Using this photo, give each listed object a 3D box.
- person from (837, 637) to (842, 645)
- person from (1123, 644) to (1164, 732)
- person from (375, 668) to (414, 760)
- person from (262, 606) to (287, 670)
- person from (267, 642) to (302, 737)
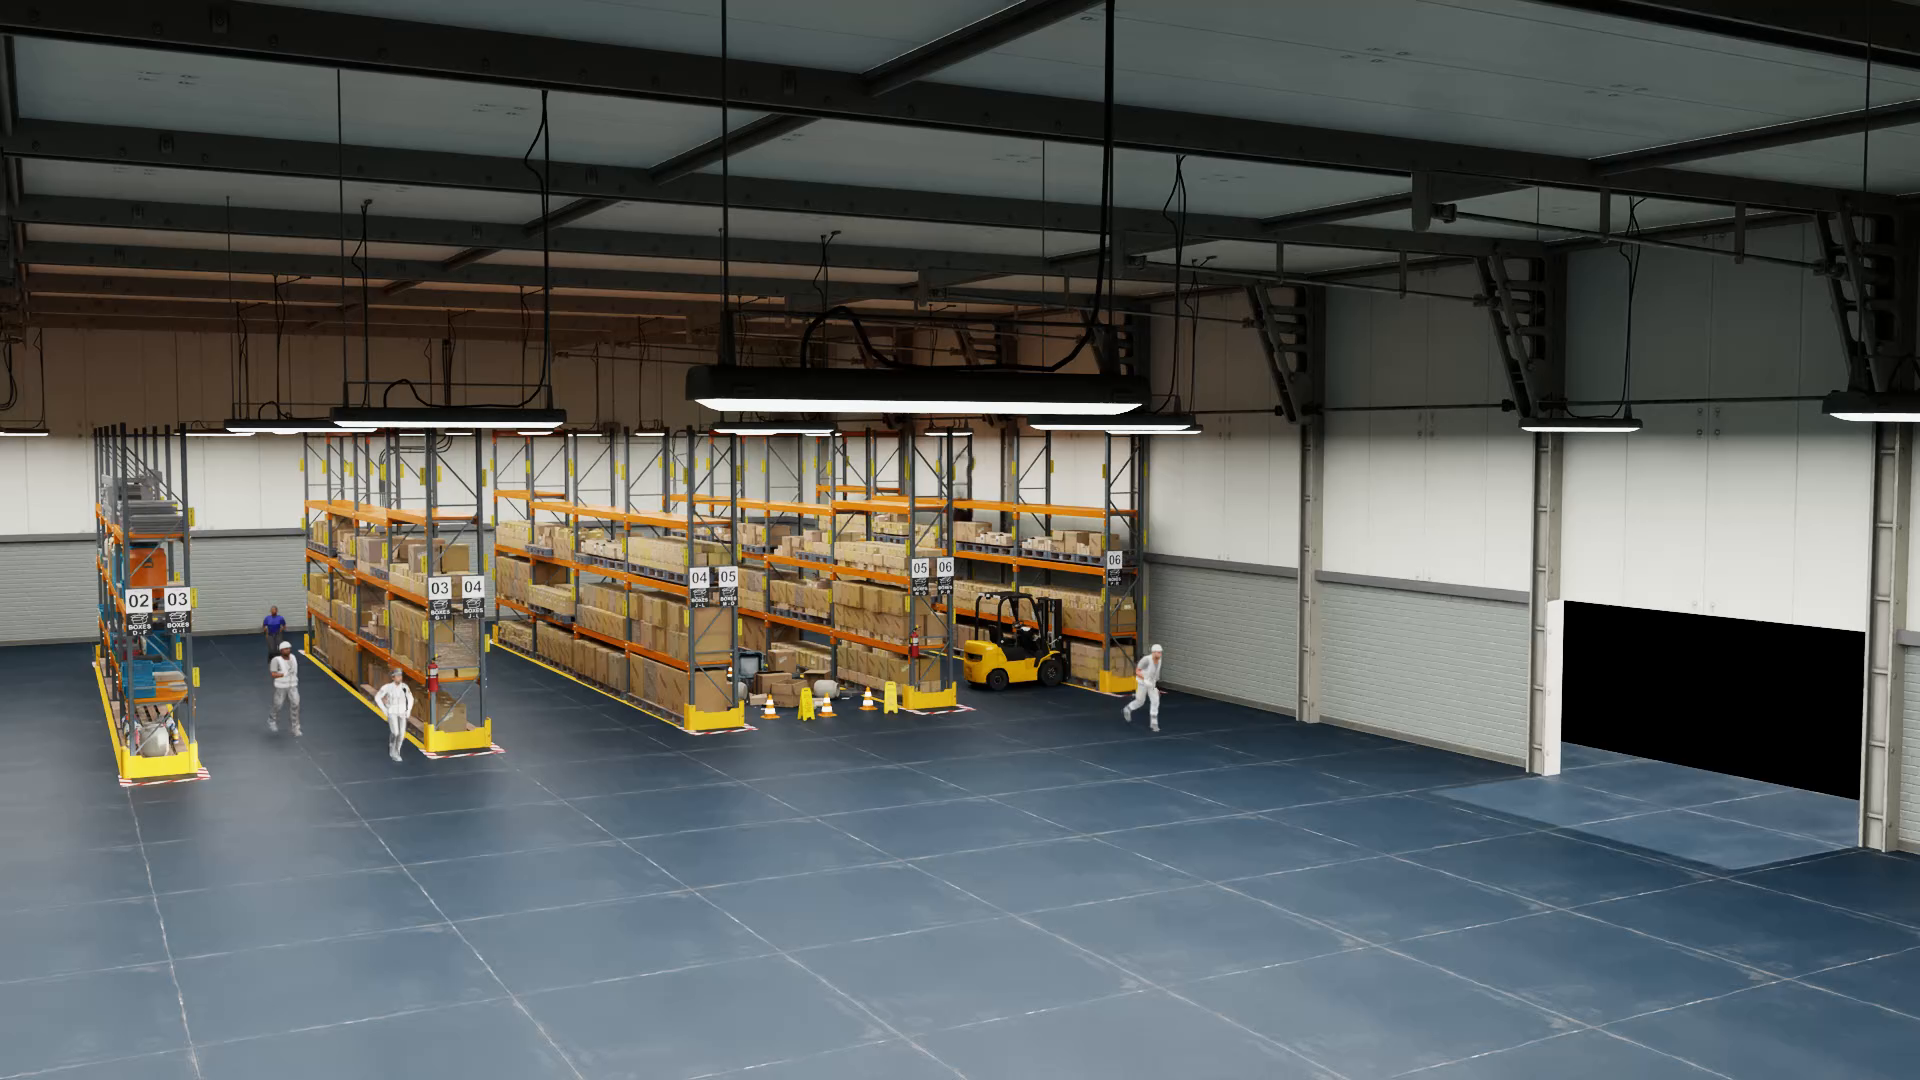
[{"bbox_3d":[-3.491,2.225,45.633,0.624,1.520,0.922,-2,4,-28],"label":"person"},{"bbox_3d":[3.636,2.892,32.942,0.690,1.730,1.053,-3,5,-43],"label":"person"},{"bbox_3d":[-10.011,3.104,29.575,0.642,1.660,0.515,-2,4,-36],"label":"person"},{"bbox_3d":[-16.883,2.435,40.985,0.561,1.610,0.567,-1,4,-23],"label":"person"},{"bbox_3d":[-13.052,2.859,32.129,0.930,1.812,0.672,3,4,37],"label":"person"}]
